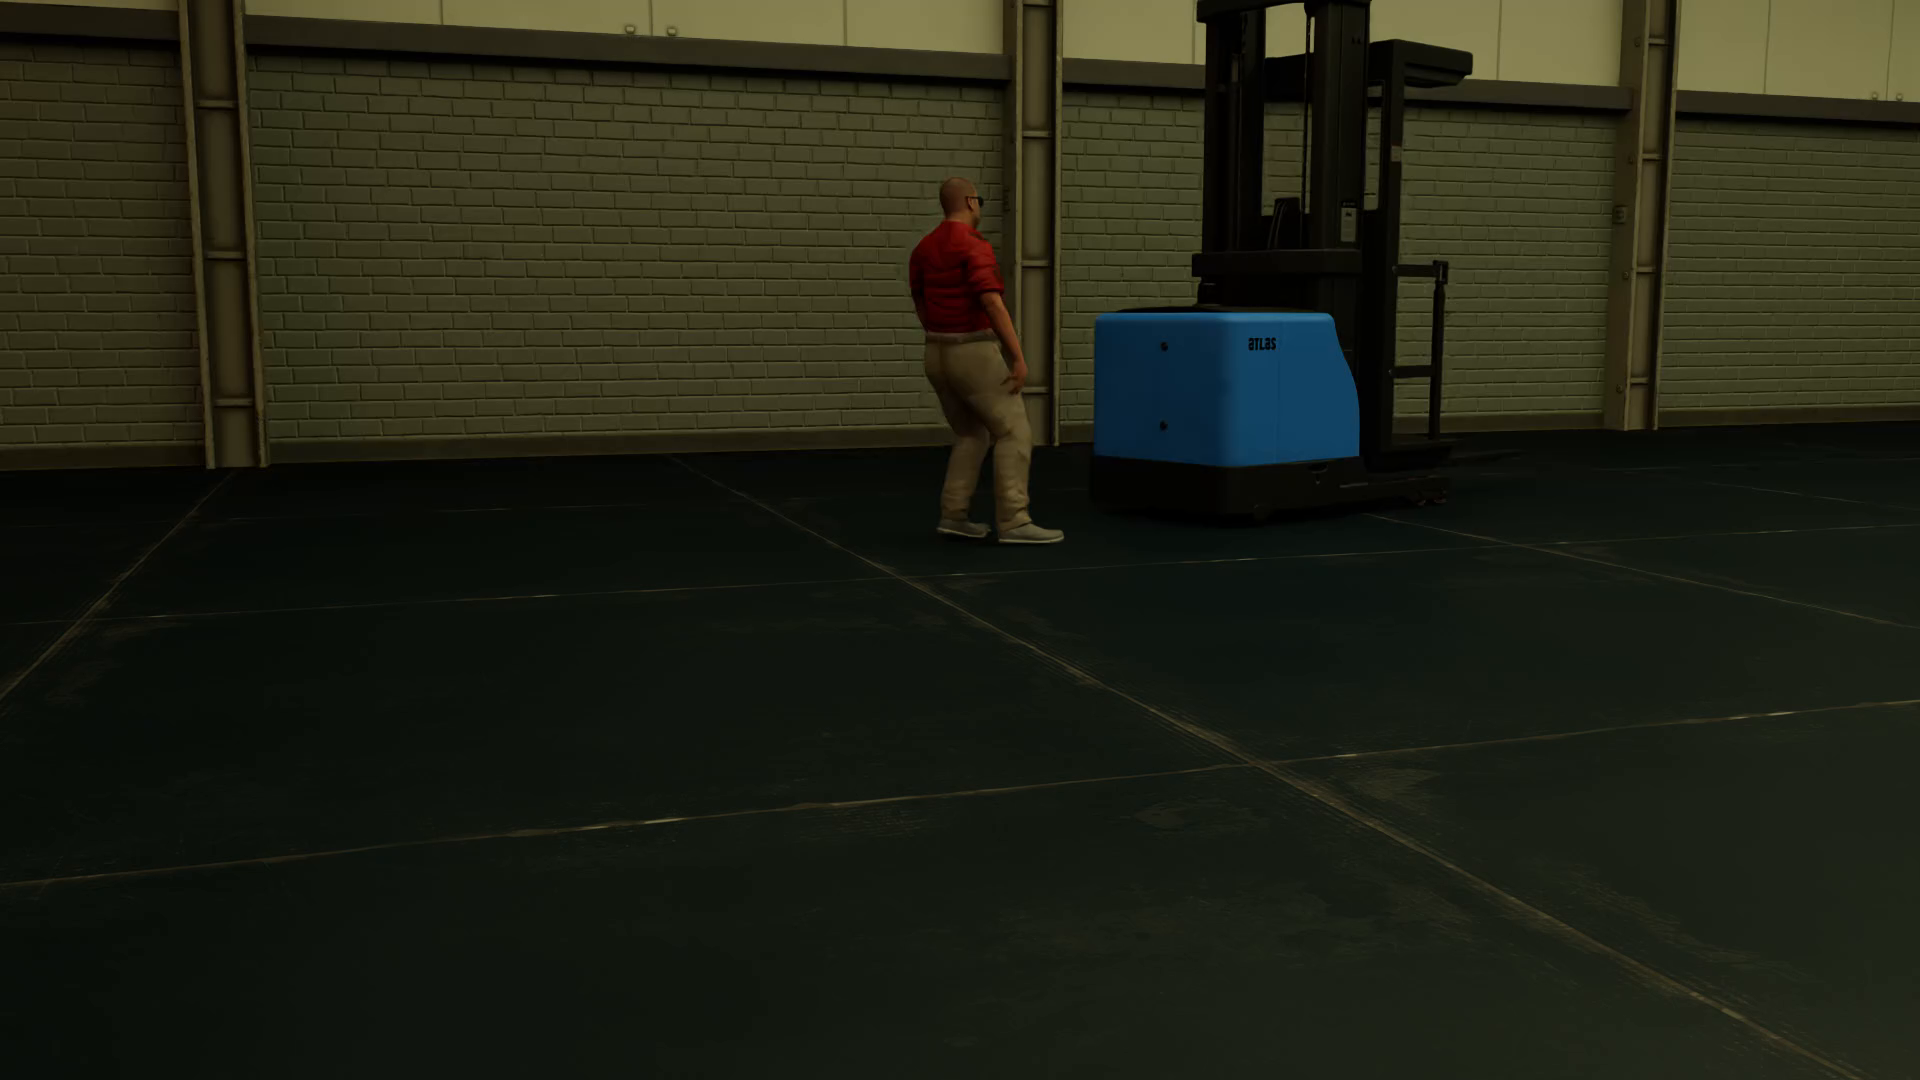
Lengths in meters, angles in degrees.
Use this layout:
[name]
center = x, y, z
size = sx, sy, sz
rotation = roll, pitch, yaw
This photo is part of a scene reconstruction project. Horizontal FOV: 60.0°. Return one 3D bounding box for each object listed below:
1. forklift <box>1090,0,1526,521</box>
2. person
[forklift]
center = 2.155, -1.686, 9.448
size = 3.031, 2.935, 1.130
rotation = -7, 10, -40
[person]
center = 0.106, -0.840, 7.875
size = 0.502, 1.712, 0.713
rotation = -6, 10, -35
